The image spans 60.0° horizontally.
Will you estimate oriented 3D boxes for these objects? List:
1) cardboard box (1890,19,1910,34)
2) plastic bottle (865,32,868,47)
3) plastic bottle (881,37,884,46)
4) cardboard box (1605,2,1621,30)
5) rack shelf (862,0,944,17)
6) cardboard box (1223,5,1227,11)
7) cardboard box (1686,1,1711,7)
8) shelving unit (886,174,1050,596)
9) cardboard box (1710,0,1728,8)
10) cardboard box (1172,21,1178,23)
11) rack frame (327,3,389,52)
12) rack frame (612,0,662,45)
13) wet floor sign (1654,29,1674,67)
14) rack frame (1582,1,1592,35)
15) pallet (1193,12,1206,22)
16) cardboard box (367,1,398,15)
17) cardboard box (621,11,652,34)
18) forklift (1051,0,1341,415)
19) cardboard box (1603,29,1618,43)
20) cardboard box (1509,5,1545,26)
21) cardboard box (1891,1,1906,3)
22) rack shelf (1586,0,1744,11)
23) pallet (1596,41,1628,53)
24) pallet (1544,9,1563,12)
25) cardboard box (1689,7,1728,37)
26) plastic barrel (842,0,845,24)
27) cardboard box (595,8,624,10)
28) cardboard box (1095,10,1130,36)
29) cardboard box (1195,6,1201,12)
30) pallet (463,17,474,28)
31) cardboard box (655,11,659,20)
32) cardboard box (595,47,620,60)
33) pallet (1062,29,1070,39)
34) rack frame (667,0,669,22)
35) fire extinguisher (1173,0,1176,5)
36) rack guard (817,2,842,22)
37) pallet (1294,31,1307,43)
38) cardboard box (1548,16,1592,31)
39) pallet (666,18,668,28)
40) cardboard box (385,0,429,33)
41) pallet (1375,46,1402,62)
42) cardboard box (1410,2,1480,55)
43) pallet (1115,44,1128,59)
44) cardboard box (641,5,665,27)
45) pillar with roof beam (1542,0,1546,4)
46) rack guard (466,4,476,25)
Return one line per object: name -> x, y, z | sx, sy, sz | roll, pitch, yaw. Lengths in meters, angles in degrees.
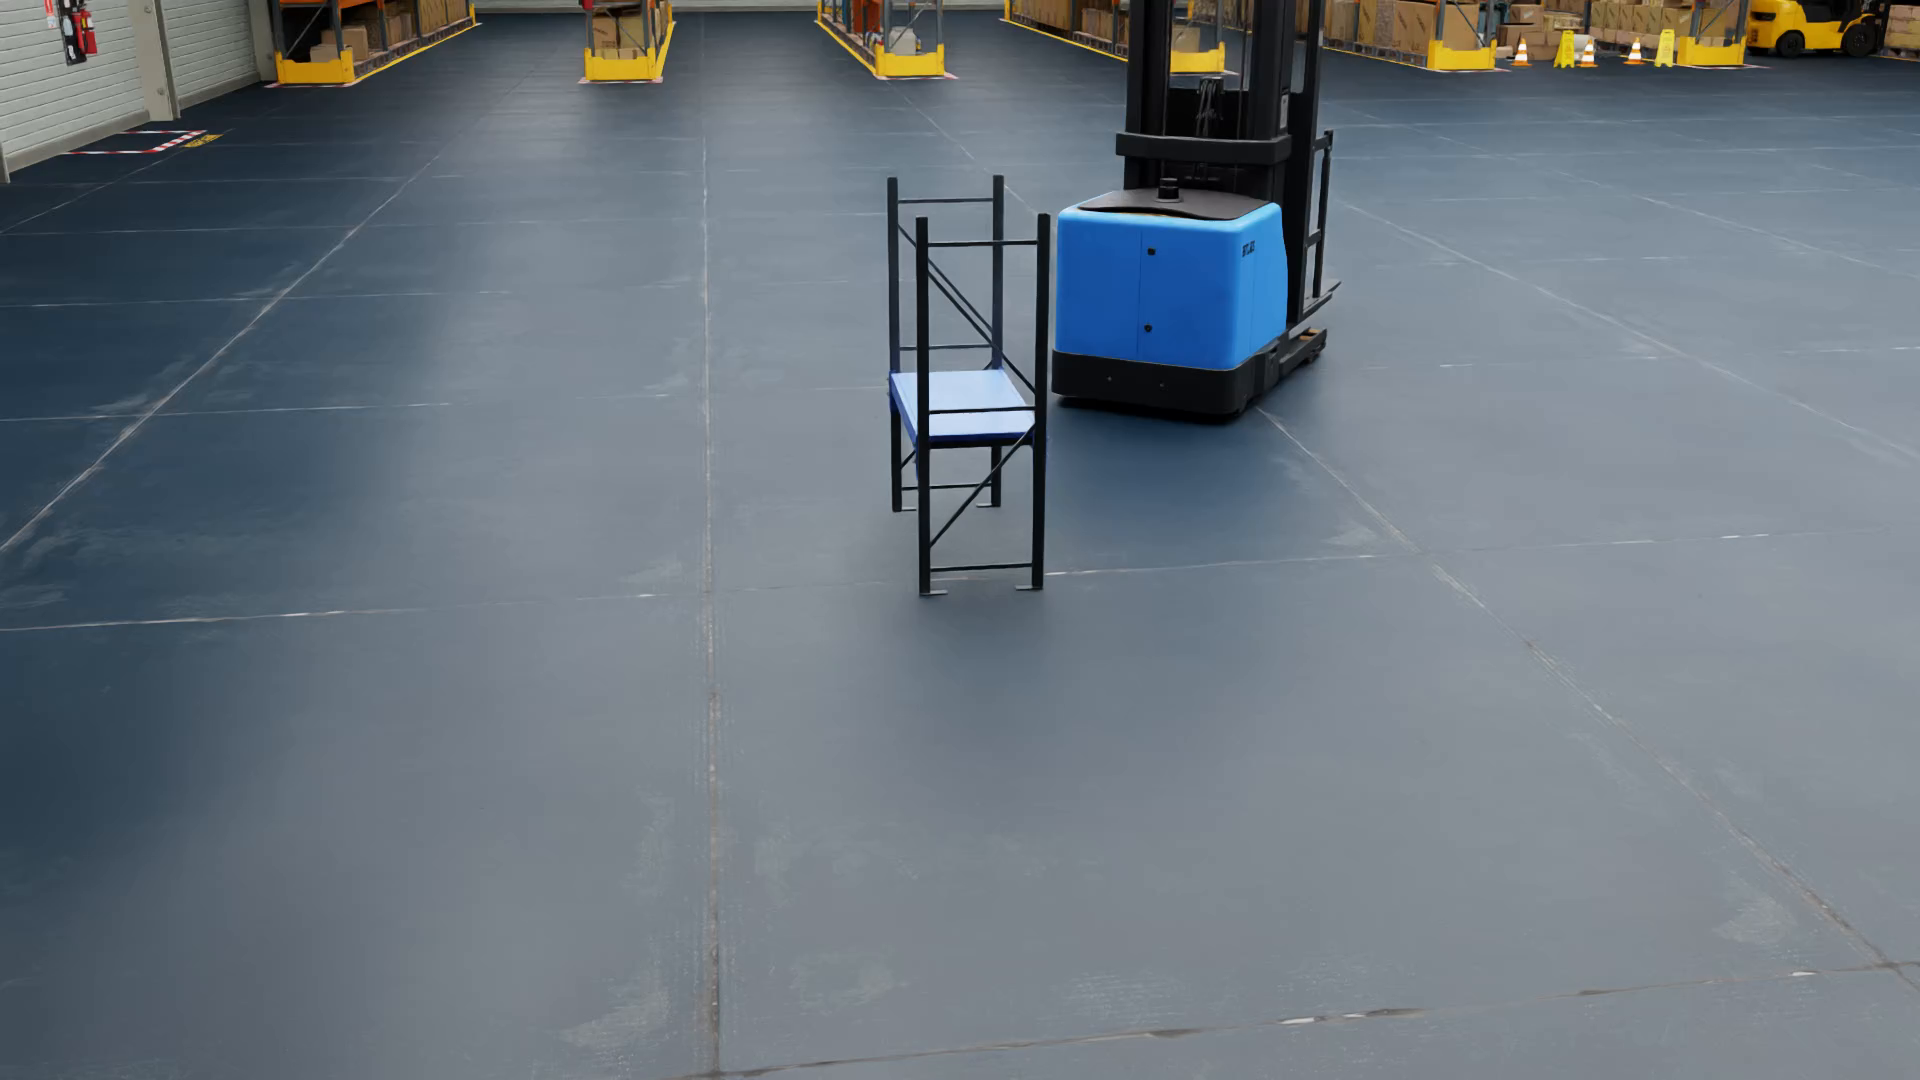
cardboard box -> 18.368, -9.916, 32.095 | 0.500, 0.250, 0.500 | -3, 21, -8
plastic bottle -> -1.775, -9.626, 31.972 | 0.097, 0.271, 0.097 | 0, 20, 0
plastic bottle -> -1.413, -9.087, 30.512 | 0.061, 0.283, 0.133 | -3, 21, -8
cardboard box -> 13.228, -10.437, 33.132 | 0.500, 0.500, 0.500 | -2, 21, -6
rack shelf -> -1.099, -9.801, 30.198 | 1.077, 0.370, 4.000 | -3, 21, -8
cardboard box -> 6.817, -13.344, 41.705 | 0.380, 0.149, 0.250 | -4, 21, -10
cardboard box -> 17.382, -12.378, 39.042 | 0.500, 0.500, 0.500 | -2, 21, -6
shelving unit -> 0.012, -0.673, 6.875 | 0.538, 1.500, 1.048 | -3, 21, -8
cardboard box -> 17.732, -12.084, 38.077 | 0.875, 0.625, 0.625 | -2, 21, -6
cardboard box -> 3.790, -9.556, 31.488 | 0.500, 0.500, 0.500 | -5, 21, -13
rack frame -> -11.190, -10.331, 30.589 | 1.000, 3.000, 0.127 | -3, 21, -8
rack frame -> -6.866, -11.967, 34.969 | 1.000, 3.000, 0.127 | -3, 21, -8
wet floor sign -> 12.866, -8.972, 30.317 | 0.267, 0.644, 0.232 | 4, 21, 11
rack frame -> 13.321, -11.580, 33.933 | 1.000, 3.000, 0.127 | -3, 21, -8
pallet -> 6.800, -13.834, 43.955 | 1.003, 0.211, 1.213 | -3, 21, -8
cardboard box -> -11.592, -10.655, 33.329 | 0.500, 0.250, 0.500 | -3, 21, -7
cardboard box -> -5.870, -9.346, 30.209 | 0.500, 0.500, 0.500 | -3, 21, -8
forklift -> 1.615, -2.511, 9.749 | 1.130, 2.935, 3.031 | 10, 23, 25
cardboard box -> 13.227, -10.086, 33.264 | 0.500, 0.250, 0.500 | -2, 21, -5
cardboard box -> 11.564, -10.664, 33.970 | 0.500, 0.500, 0.500 | -3, 21, -8
cardboard box -> 18.642, -10.698, 33.471 | 0.500, 0.250, 0.500 | -3, 21, -7
rack shelf -> 13.609, -10.550, 32.205 | 1.077, 0.370, 4.000 | -3, 21, -8
pallet -> 13.453, -10.043, 33.804 | 1.003, 0.211, 1.213 | -3, 21, -8
pallet -> 16.629, -14.378, 45.410 | 1.003, 0.211, 1.213 | -3, 21, -8
cardboard box -> 14.051, -9.756, 31.309 | 0.500, 0.500, 0.500 | -4, 21, -10
plastic barrel -> -2.479, -12.625, 39.130 | 0.600, 0.901, 0.708 | -3, 21, -8
cardboard box -> -6.532, -9.665, 31.065 | 0.500, 0.500, 0.500 | -3, 21, -8
cardboard box -> 3.235, -10.882, 35.008 | 0.700, 0.500, 0.500 | -1, 21, -3
cardboard box -> 6.466, -14.114, 44.192 | 0.380, 0.149, 0.250 | -2, 21, -7
pallet -> -12.728, -12.906, 41.470 | 1.003, 0.211, 1.213 | -3, 21, -8
cardboard box -> -6.395, -10.615, 33.877 | 0.500, 0.311, 0.500 | -3, 21, -8
cardboard box -> -6.082, -8.276, 28.418 | 0.500, 0.250, 0.500 | -3, 21, -8
pallet -> 2.899, -11.436, 37.532 | 1.003, 0.211, 1.213 | -3, 21, -8
rack frame -> -8.019, -14.737, 42.385 | 1.000, 3.000, 0.127 | -3, 21, -8
fire extinguisher -> 3.651, -9.596, 28.732 | 0.296, 0.674, 0.183 | -3, 21, -8
rack guard -> -3.133, -13.822, 43.508 | 1.175, 0.500, 0.348 | -3, 21, -8
pallet -> 7.900, -11.097, 36.626 | 1.003, 0.211, 1.213 | -3, 21, -8
cardboard box -> 13.136, -10.976, 35.472 | 0.950, 0.372, 0.625 | -2, 21, -4
pallet -> -7.719, -12.706, 40.935 | 1.003, 0.211, 1.213 | -3, 21, -8
cardboard box -> -11.743, -11.166, 35.299 | 0.750, 0.750, 0.750 | -3, 21, -8
pallet -> 8.648, -9.298, 31.810 | 1.003, 0.211, 1.213 | -3, 21, -8
cardboard box -> 8.851, -9.343, 30.381 | 0.875, 0.875, 0.875 | -3, 21, -7
pallet -> 3.646, -9.543, 32.465 | 1.003, 0.211, 1.213 | -3, 21, -8
cardboard box -> -6.877, -11.709, 37.223 | 0.500, 0.500, 0.500 | -4, 21, -10
pillar with roof beam -> 12.746, -19.559, 46.722 | 9.100, 9.000, 0.400 | -3, 21, -8
rack guard -> -12.924, -13.323, 42.172 | 1.175, 0.500, 0.348 | -3, 21, -8
